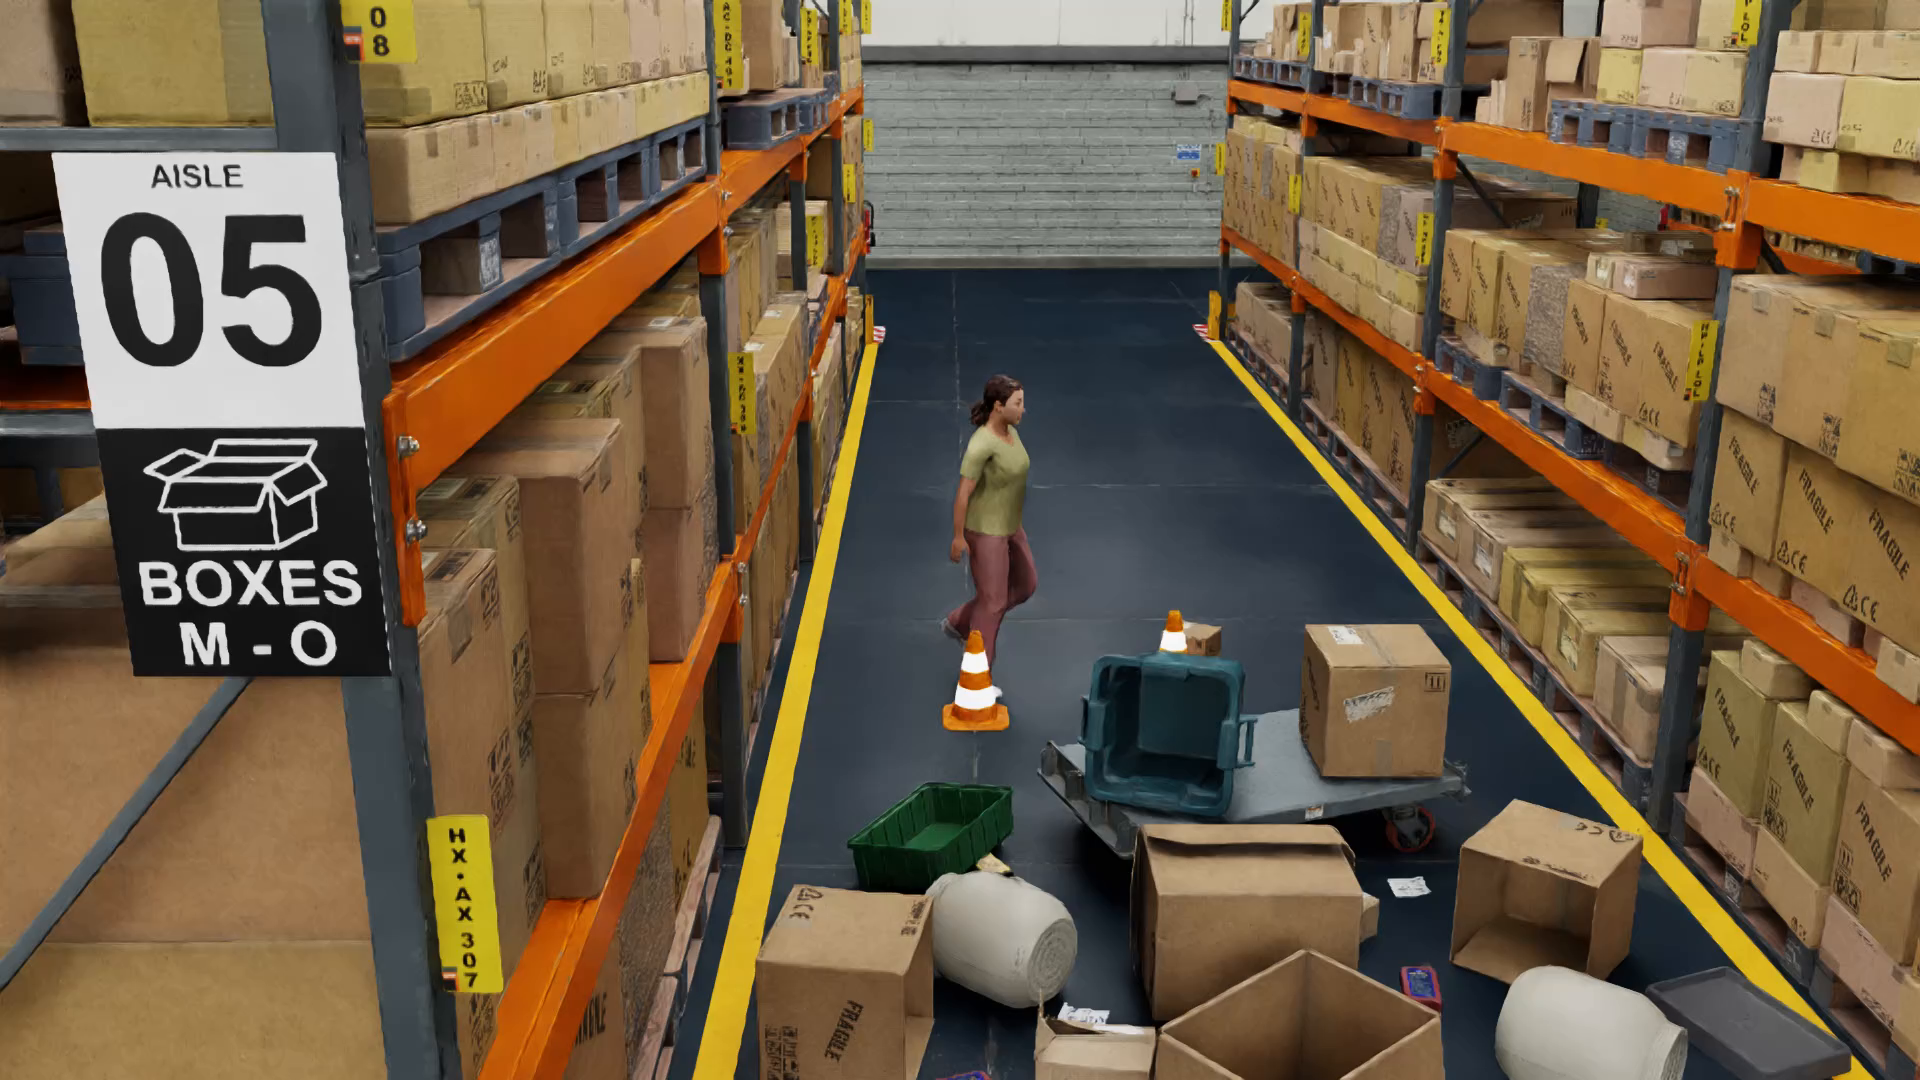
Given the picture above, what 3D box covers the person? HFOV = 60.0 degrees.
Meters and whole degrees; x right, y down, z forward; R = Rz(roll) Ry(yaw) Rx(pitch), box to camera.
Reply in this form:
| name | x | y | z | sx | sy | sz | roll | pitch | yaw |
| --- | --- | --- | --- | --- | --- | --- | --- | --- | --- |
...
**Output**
| name | x | y | z | sx | sy | sz | roll | pitch | yaw |
| --- | --- | --- | --- | --- | --- | --- | --- | --- | --- |
| person | 0.090 | -0.047 | 8.646 | 0.515 | 1.649 | 0.550 | 8 | 19 | 24 |
